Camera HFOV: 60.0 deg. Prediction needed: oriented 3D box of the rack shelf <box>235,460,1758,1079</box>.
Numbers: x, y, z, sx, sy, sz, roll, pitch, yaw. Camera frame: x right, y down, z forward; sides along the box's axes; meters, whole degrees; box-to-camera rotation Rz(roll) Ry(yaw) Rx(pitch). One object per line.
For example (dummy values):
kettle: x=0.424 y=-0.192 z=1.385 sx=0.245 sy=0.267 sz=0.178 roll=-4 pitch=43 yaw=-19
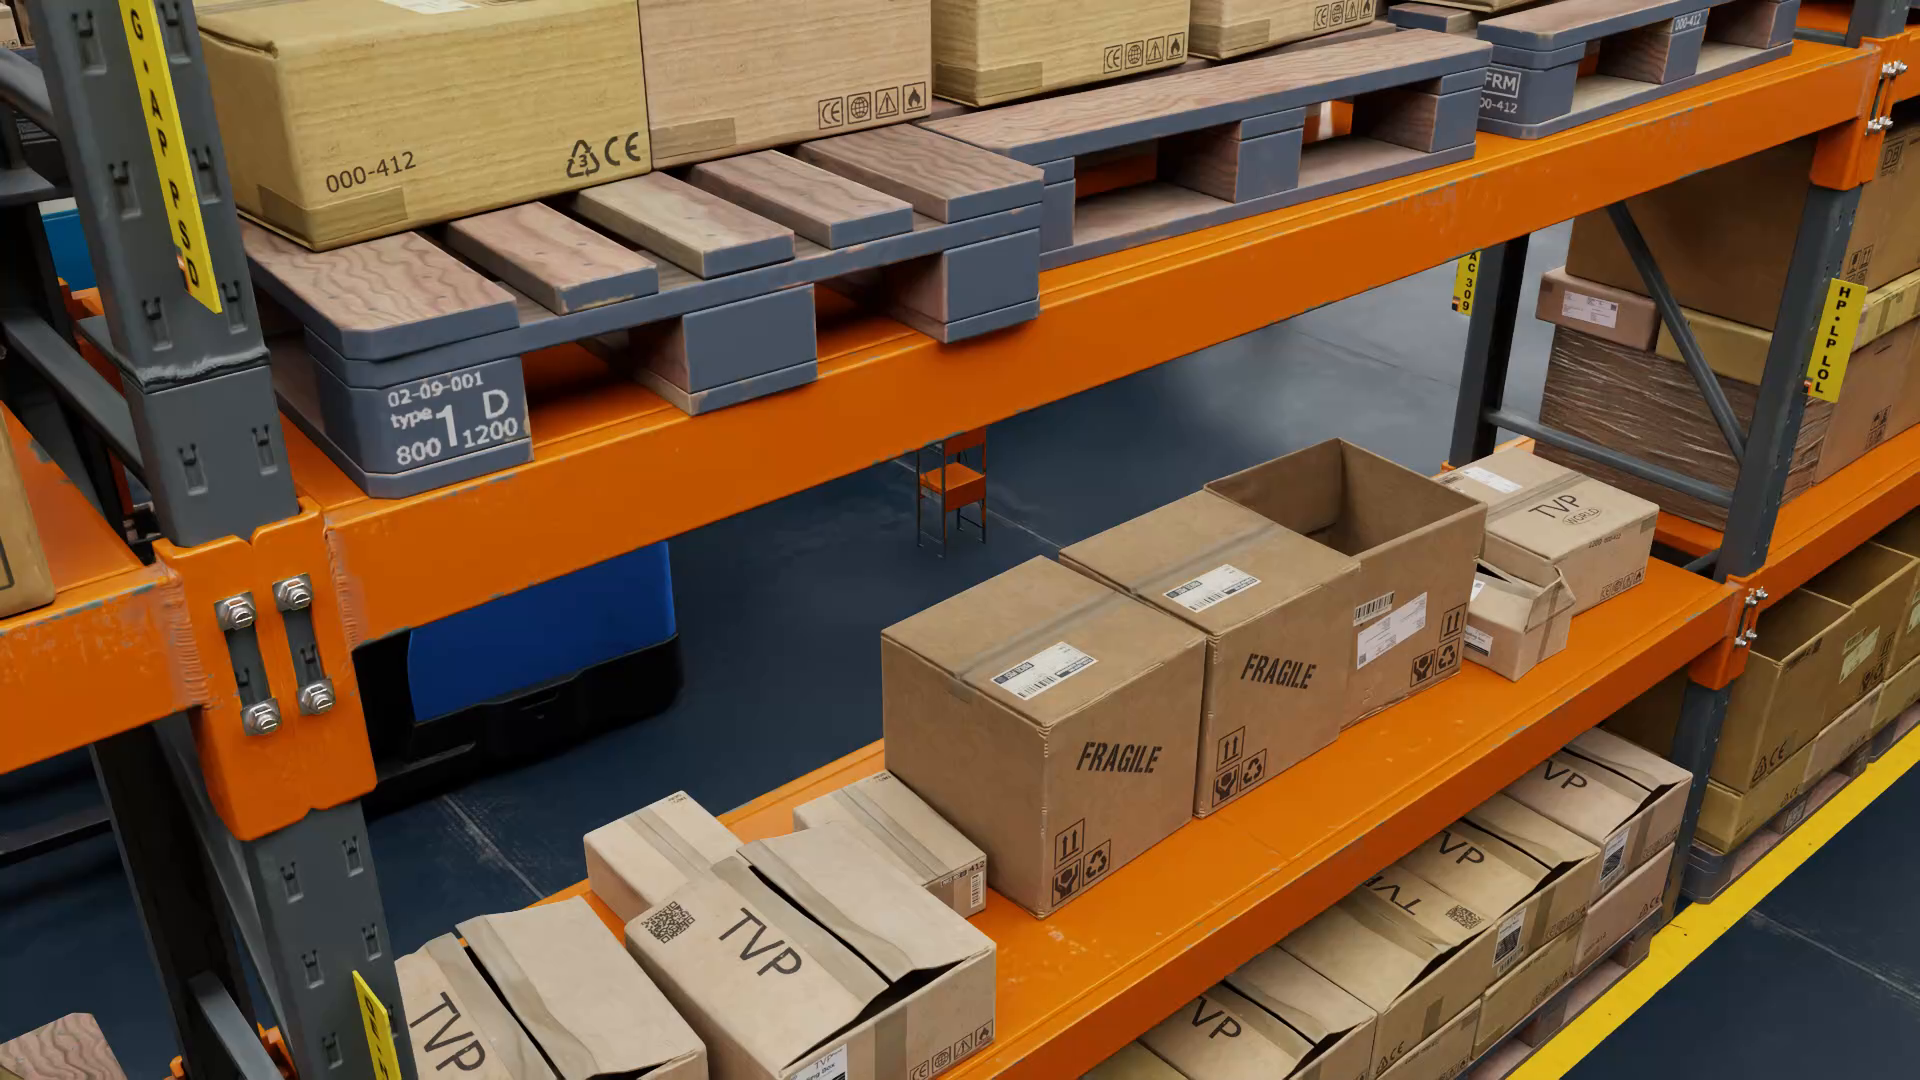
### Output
rack shelf: x=0.434 y=0.686 z=4.048 sx=4.000 sy=0.370 sz=1.077 roll=-22 pitch=35 yaw=-35

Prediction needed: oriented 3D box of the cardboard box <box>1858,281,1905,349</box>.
cardboard box: x=2.672 y=-0.743 z=5.163 sx=0.250 sy=0.149 sz=0.380 roll=-23 pitch=36 yaw=-36

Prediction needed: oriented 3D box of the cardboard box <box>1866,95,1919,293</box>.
cardboard box: x=2.673 y=-1.153 z=5.242 sx=0.500 sy=0.500 sz=0.700 roll=-22 pitch=35 yaw=-35

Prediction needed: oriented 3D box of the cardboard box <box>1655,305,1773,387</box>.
cardboard box: x=2.286 y=-0.587 z=4.871 sx=0.250 sy=0.149 sz=0.380 roll=-22 pitch=35 yaw=-35

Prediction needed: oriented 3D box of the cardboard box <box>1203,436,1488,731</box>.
cardboard box: x=0.960 y=0.103 z=4.269 sx=0.500 sy=0.500 sz=0.500 roll=-19 pitch=34 yaw=-31

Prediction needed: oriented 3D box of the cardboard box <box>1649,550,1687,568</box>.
cardboard box: x=2.555 y=0.084 z=6.086 sx=0.500 sy=0.500 sz=0.500 roll=-22 pitch=35 yaw=-35

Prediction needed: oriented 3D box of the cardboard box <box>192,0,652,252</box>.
cardboard box: x=-0.778 y=-0.621 z=2.260 sx=0.500 sy=0.250 sz=0.500 roll=-25 pitch=37 yaw=-38

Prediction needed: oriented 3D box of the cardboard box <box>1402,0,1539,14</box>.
cardboard box: x=1.065 y=-1.332 z=3.590 sx=0.500 sy=0.250 sz=0.500 roll=24 pitch=37 yaw=38

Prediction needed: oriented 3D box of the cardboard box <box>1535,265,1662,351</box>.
cardboard box: x=2.024 y=-0.734 z=5.146 sx=0.250 sy=0.149 sz=0.380 roll=-22 pitch=35 yaw=-35

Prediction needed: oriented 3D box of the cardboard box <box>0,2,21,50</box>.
cardboard box: x=-6.090 y=-3.122 z=10.124 sx=0.500 sy=0.250 sz=0.500 roll=-23 pitch=36 yaw=-36

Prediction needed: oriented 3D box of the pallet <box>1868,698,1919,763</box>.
pallet: x=3.517 y=0.383 z=6.810 sx=1.213 sy=0.211 sz=1.003 roll=-22 pitch=35 yaw=-35

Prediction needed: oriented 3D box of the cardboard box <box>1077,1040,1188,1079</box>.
cardboard box: x=0.286 y=1.386 z=3.850 sx=0.500 sy=0.311 sz=0.500 roll=-23 pitch=36 yaw=-36

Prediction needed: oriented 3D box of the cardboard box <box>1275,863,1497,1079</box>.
cardboard box: x=1.061 y=1.076 z=4.430 sx=0.500 sy=0.311 sz=0.500 roll=-22 pitch=35 yaw=-35

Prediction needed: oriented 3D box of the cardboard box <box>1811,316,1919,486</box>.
cardboard box: x=2.686 y=-0.589 z=5.564 sx=0.500 sy=0.500 sz=0.700 roll=-22 pitch=35 yaw=-35

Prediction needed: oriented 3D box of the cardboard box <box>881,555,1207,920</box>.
cardboard box: x=0.179 y=0.417 z=3.681 sx=0.500 sy=0.500 sz=0.500 roll=-24 pitch=36 yaw=-37

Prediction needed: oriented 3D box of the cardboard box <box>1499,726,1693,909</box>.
cardboard box: x=1.834 y=0.763 z=5.016 sx=0.500 sy=0.311 sz=0.500 roll=-22 pitch=35 yaw=-35

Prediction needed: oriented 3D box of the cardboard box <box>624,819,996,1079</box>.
cardboard box: x=-0.281 y=0.815 z=3.137 sx=0.500 sy=0.311 sz=0.500 roll=-22 pitch=35 yaw=-35

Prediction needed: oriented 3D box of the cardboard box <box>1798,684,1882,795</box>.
cardboard box: x=2.889 y=0.600 z=5.917 sx=0.500 sy=0.250 sz=0.500 roll=-22 pitch=35 yaw=-35

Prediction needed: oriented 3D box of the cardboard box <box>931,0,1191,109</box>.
cardboard box: x=0.051 y=-0.959 z=2.892 sx=0.500 sy=0.250 sz=0.500 roll=-23 pitch=36 yaw=-36

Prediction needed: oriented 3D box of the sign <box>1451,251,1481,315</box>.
sign: x=1.594 y=-0.859 z=5.172 sx=0.005 sy=0.325 sz=0.100 roll=-22 pitch=35 yaw=-35

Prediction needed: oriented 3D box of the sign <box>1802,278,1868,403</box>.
sign: x=2.315 y=-0.528 z=4.411 sx=0.005 sy=0.325 sz=0.100 roll=-22 pitch=35 yaw=-35

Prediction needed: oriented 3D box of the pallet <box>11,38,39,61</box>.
pallet: x=-6.035 y=-3.109 z=10.588 sx=1.213 sy=0.211 sz=1.003 roll=-22 pitch=35 yaw=-35

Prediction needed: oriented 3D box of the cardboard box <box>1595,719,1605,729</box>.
cardboard box: x=2.167 y=0.564 z=5.984 sx=0.500 sy=0.250 sz=0.500 roll=-22 pitch=35 yaw=-35

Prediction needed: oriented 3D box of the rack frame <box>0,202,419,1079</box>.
rack frame: x=-1.087 y=0.980 z=2.734 sx=0.127 sy=3.000 sz=1.000 roll=-22 pitch=35 yaw=-35

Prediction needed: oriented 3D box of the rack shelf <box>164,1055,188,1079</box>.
rack shelf: x=-2.609 y=1.909 z=1.758 sx=4.000 sy=0.370 sz=1.077 roll=-22 pitch=35 yaw=-35

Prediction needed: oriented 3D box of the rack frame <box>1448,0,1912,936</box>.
rack frame: x=1.956 y=-0.244 z=5.023 sx=0.127 sy=3.000 sz=1.000 roll=-22 pitch=35 yaw=-35

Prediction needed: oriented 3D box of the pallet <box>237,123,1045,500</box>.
pallet: x=-0.629 y=-0.499 z=2.520 sx=1.003 sy=0.211 sz=1.213 roll=-20 pitch=34 yaw=-33

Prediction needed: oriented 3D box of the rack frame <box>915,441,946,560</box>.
rack frame: x=-0.134 y=-0.409 z=7.402 sx=0.008 sy=1.050 sz=0.200 roll=-22 pitch=35 yaw=-35

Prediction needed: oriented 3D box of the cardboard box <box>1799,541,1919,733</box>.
cardboard box: x=2.887 y=0.268 z=5.743 sx=0.500 sy=0.500 sz=0.500 roll=-22 pitch=35 yaw=-35

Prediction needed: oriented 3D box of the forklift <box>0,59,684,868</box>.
forklift: x=-2.585 y=-0.446 z=5.476 sx=3.031 sy=2.935 sz=1.130 roll=-18 pitch=33 yaw=-30

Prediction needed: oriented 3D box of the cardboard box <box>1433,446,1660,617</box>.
cardboard box: x=1.610 y=-0.011 z=4.748 sx=0.500 sy=0.250 sz=0.500 roll=-19 pitch=34 yaw=-32

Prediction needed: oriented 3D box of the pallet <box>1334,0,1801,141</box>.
pallet: x=1.293 y=-1.208 z=3.848 sx=1.217 sy=0.209 sz=0.805 roll=-24 pitch=36 yaw=-37

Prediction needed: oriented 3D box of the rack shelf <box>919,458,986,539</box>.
rack shelf: x=-0.041 y=-0.192 z=7.608 sx=0.240 sy=0.259 sz=0.215 roll=-22 pitch=35 yaw=-35

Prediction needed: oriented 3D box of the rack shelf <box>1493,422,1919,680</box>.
rack shelf: x=3.477 y=-0.538 z=6.338 sx=4.000 sy=0.370 sz=1.077 roll=-22 pitch=35 yaw=-35

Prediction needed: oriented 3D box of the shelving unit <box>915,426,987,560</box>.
shelving unit: x=-0.041 y=-0.447 z=7.472 sx=0.252 sy=1.050 sz=0.215 roll=-22 pitch=35 yaw=-35

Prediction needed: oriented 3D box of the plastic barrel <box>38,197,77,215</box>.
plastic barrel: x=-3.655 y=-1.238 z=6.765 sx=0.421 sy=0.512 sz=0.421 roll=0 pitch=28 yaw=0

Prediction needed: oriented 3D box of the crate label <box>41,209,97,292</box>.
crate label: x=-3.368 y=-1.020 z=6.438 sx=0.616 sy=0.435 sz=0.502 roll=-22 pitch=35 yaw=-35

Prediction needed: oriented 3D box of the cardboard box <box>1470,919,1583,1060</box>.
cardboard box: x=1.443 y=1.169 z=4.852 sx=0.500 sy=0.250 sz=0.500 roll=-23 pitch=35 yaw=-36
